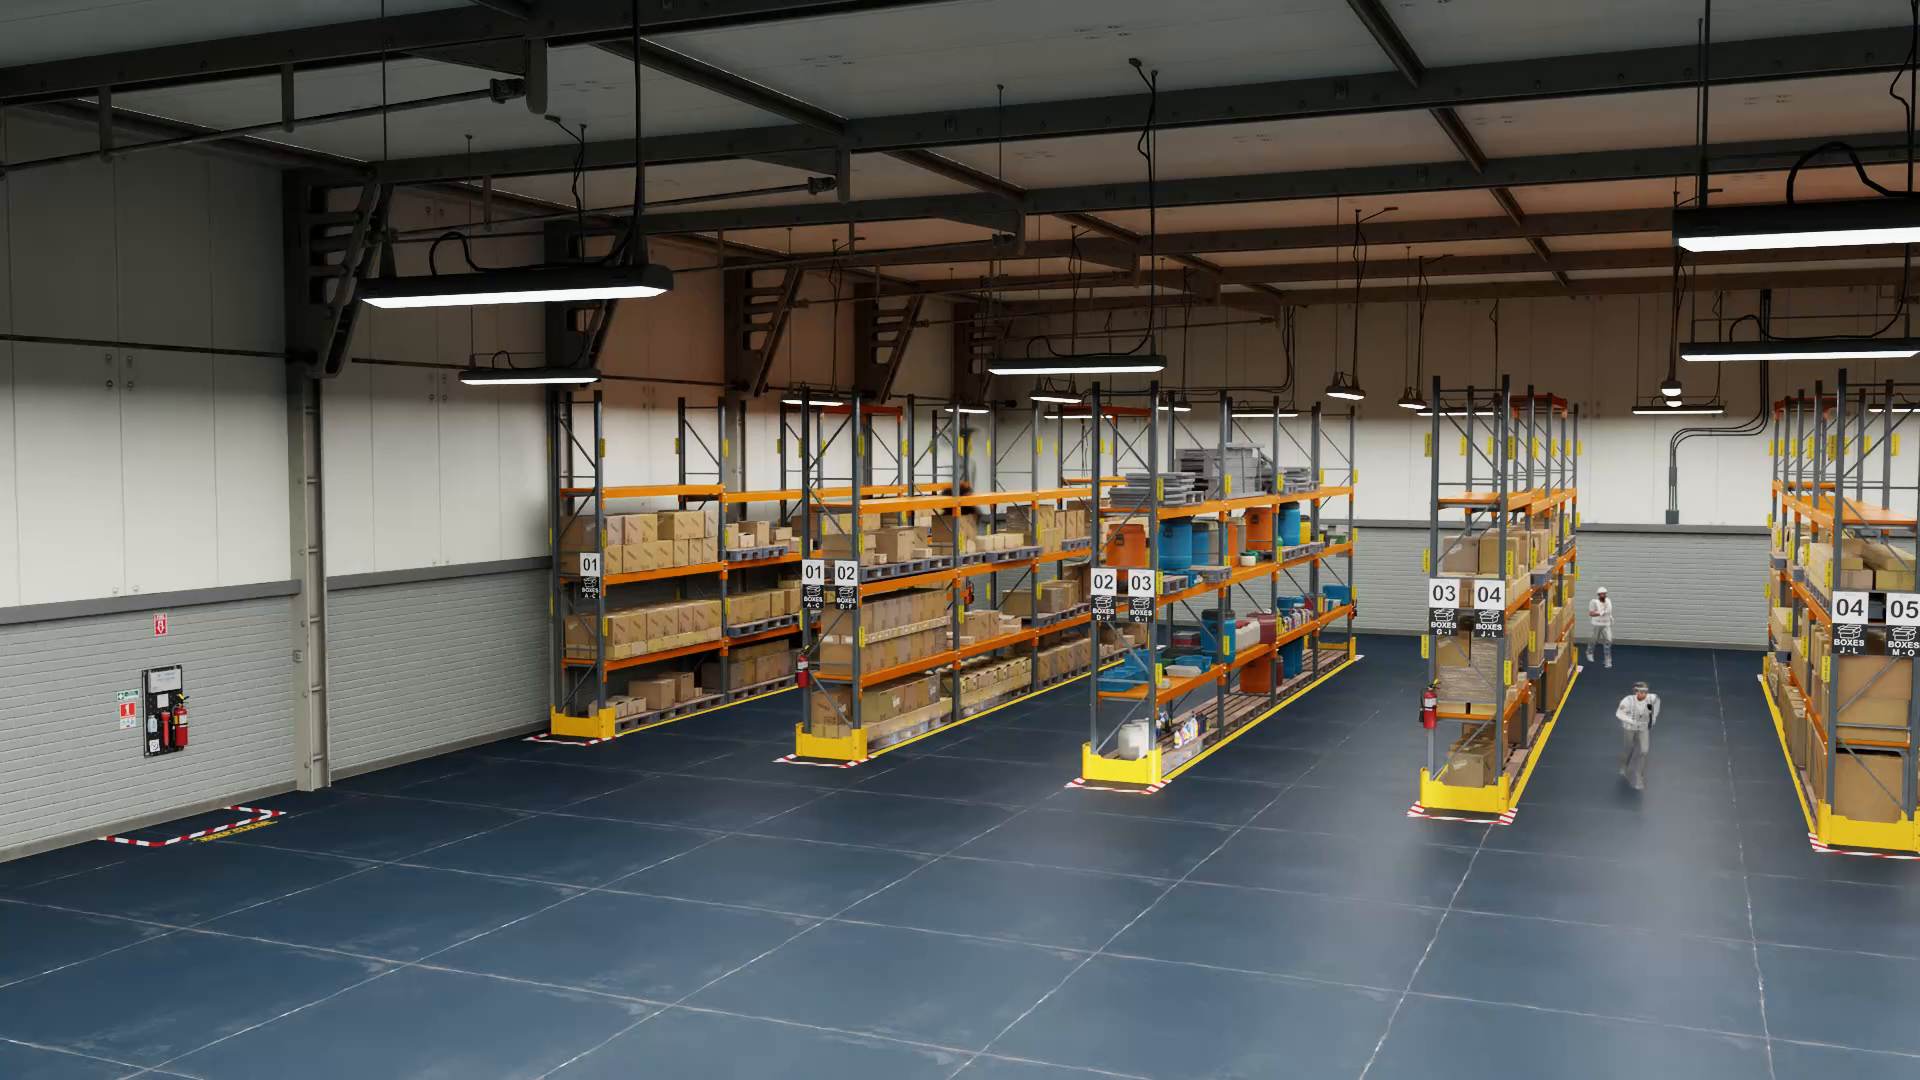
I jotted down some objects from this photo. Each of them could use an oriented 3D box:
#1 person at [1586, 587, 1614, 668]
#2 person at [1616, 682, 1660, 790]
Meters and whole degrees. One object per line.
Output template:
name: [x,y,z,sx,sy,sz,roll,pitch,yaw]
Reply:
person: [14.726,1.996,38.222,0.671,1.839,0.873,0,3,-6]
person: [10.048,2.872,24.737,0.655,1.624,0.956,0,3,7]
